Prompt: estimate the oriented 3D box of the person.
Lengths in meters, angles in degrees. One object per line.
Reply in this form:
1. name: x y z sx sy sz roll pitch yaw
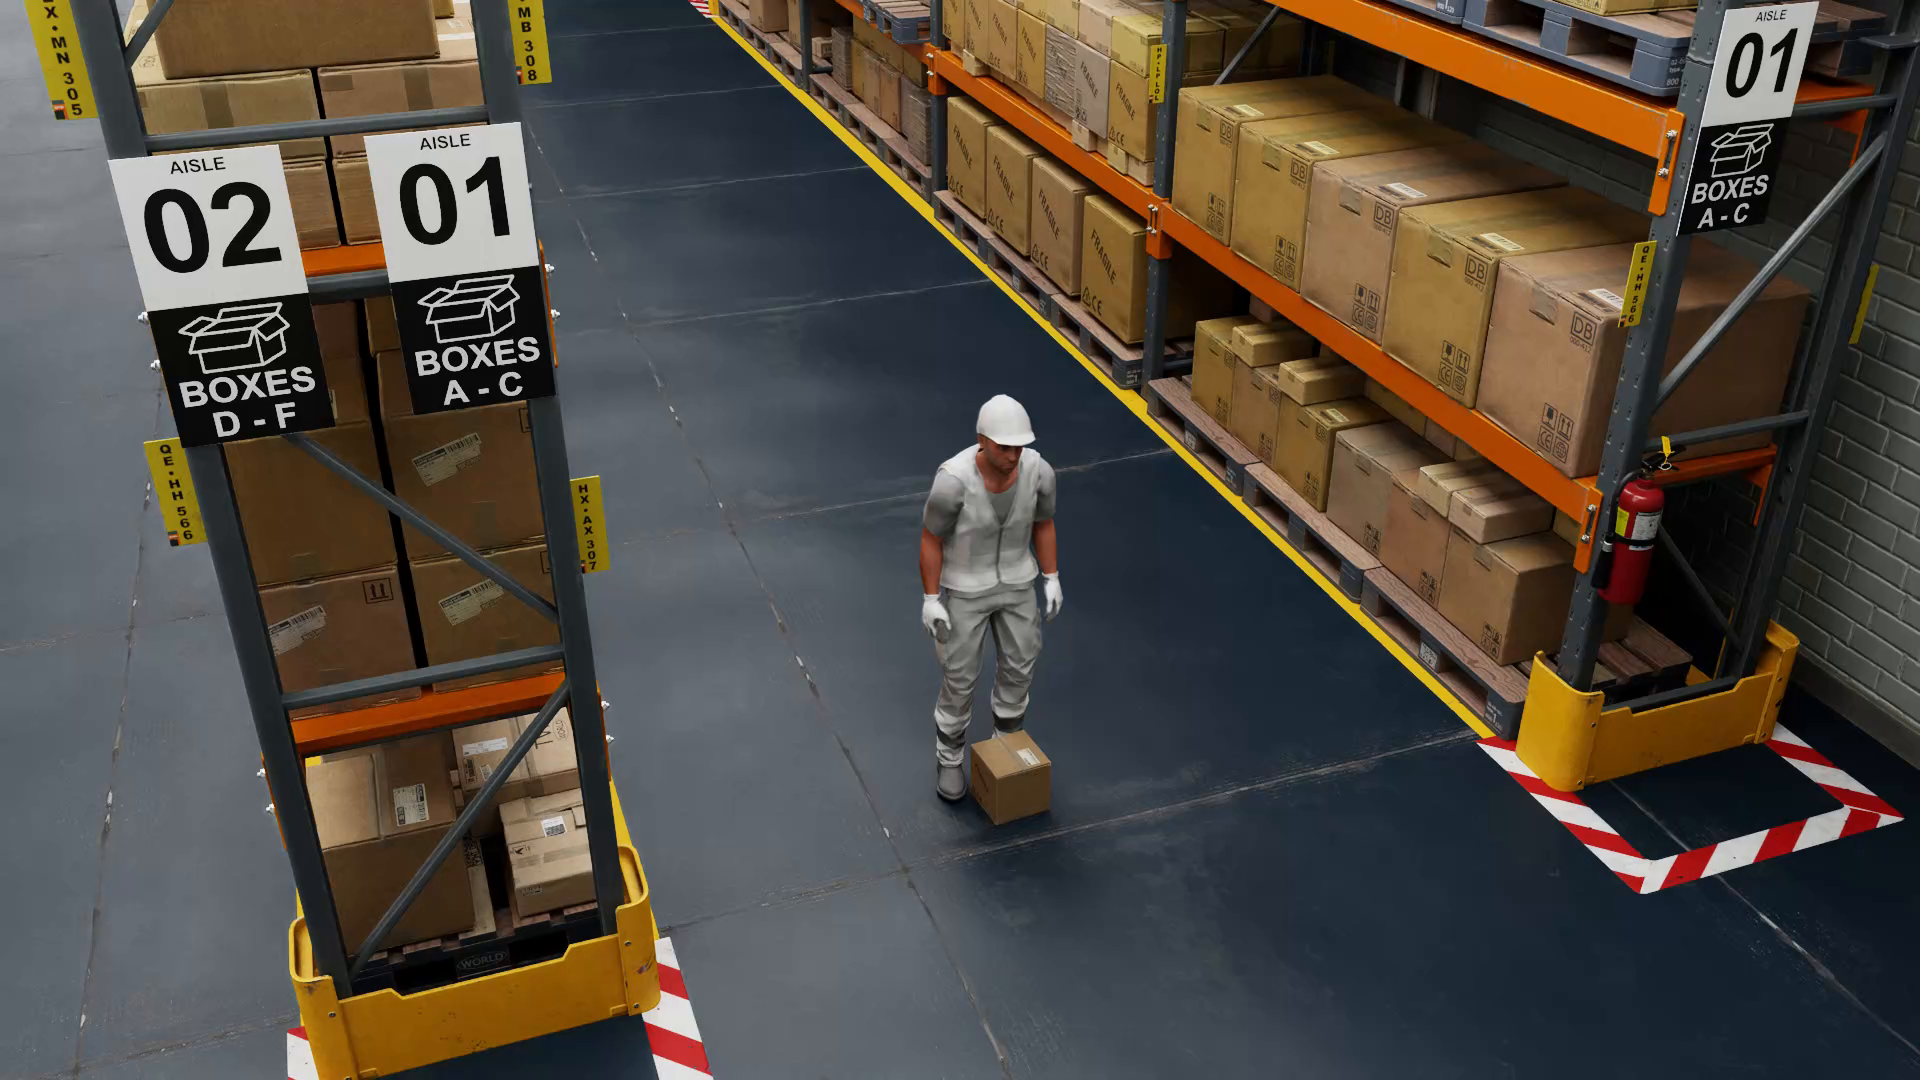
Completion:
1. person: 0.127 0.218 6.729 0.610 1.780 0.448 -10 31 -17
